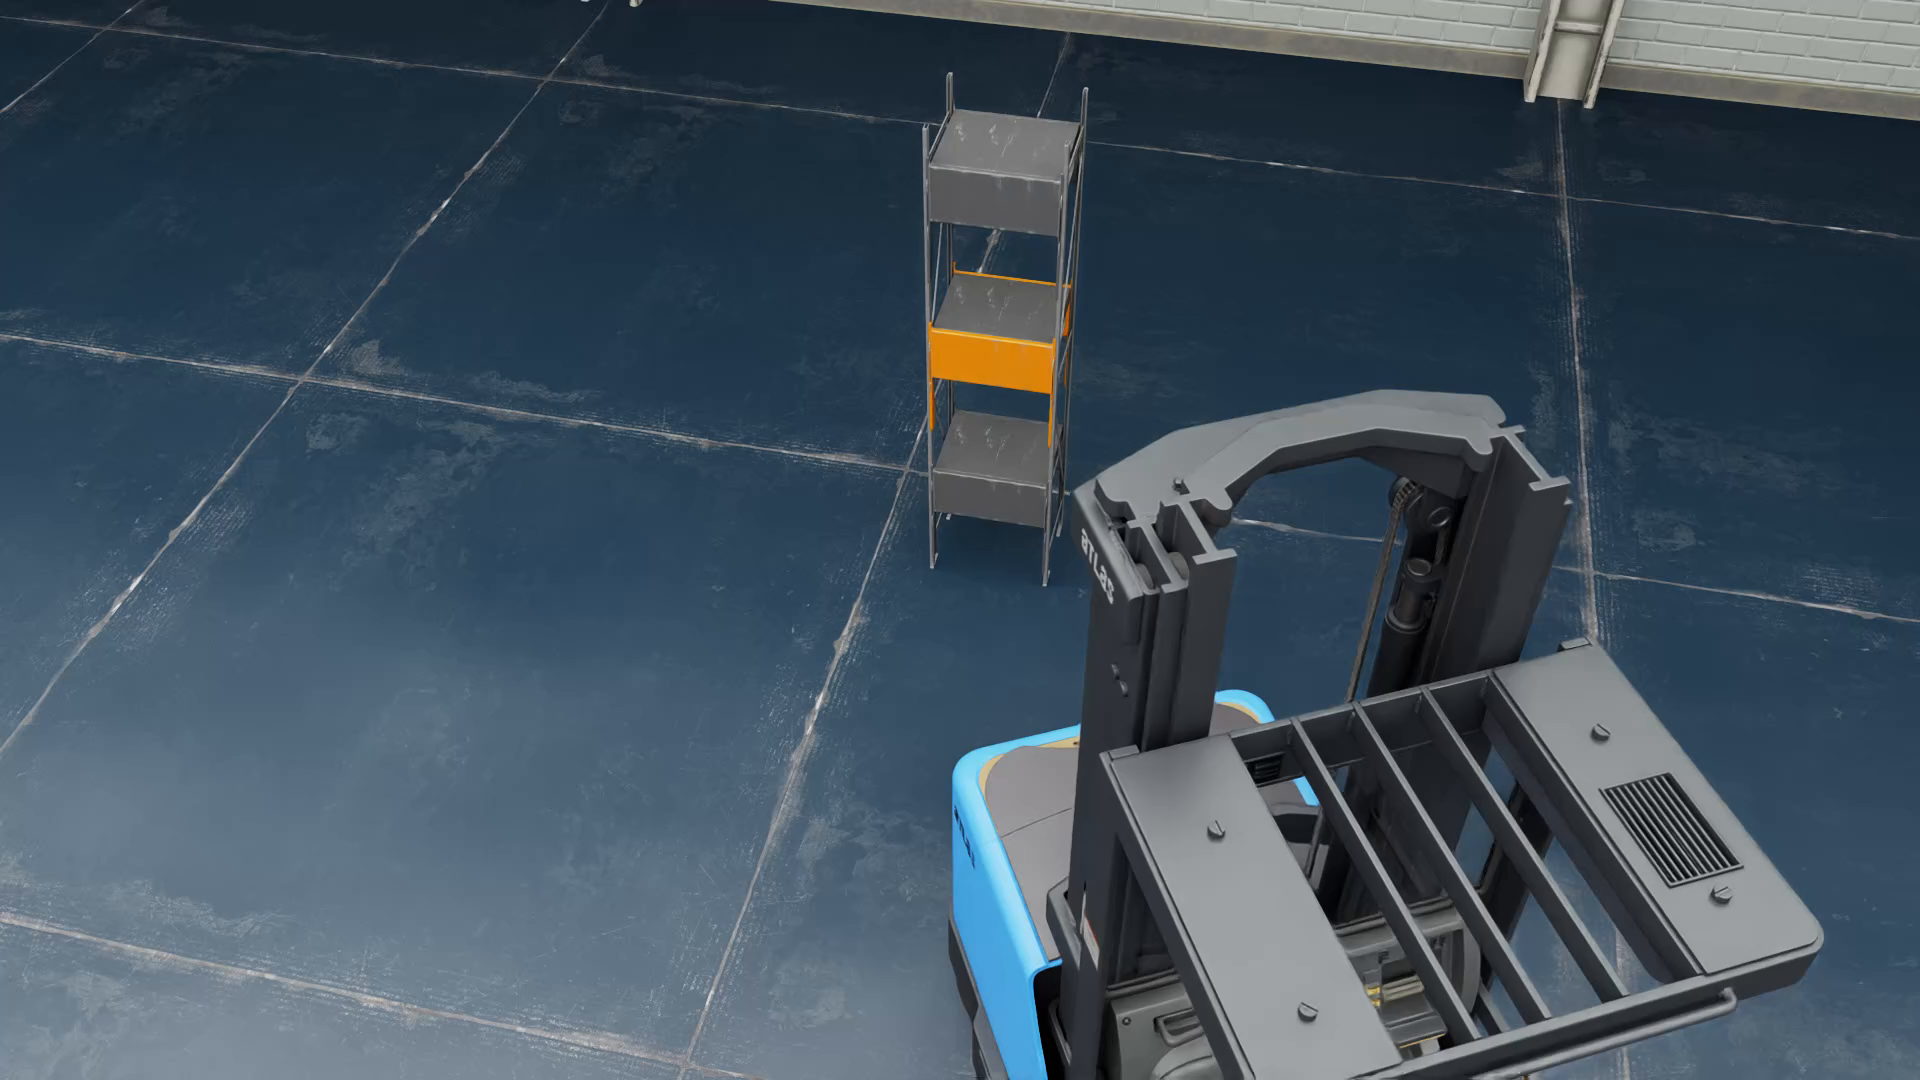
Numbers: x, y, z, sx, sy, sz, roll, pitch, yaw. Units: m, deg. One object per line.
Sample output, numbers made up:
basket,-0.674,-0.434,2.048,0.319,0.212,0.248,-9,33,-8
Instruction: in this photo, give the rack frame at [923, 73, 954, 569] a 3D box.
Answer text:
rack frame,-0.077,-0.768,6.494,0.015,2.100,0.400,9,45,9

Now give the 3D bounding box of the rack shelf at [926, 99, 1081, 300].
rack shelf,0.162,-1.226,5.980,0.480,0.518,0.431,9,45,9

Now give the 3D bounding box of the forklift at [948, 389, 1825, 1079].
forklift,0.873,1.244,3.804,1.130,2.935,3.031,-12,45,-12

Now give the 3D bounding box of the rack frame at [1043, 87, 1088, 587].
rack frame,0.400,-0.694,6.417,0.015,2.100,0.400,9,45,9

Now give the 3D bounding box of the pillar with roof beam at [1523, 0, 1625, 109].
pillar with roof beam,2.659,-3.023,3.862,0.400,9.000,9.100,9,45,9

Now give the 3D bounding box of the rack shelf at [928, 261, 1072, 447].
rack shelf,0.162,-0.722,6.465,0.480,0.518,0.431,9,45,9

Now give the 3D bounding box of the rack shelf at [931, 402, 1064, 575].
rack shelf,0.162,-0.217,6.951,0.480,0.518,0.431,9,45,9

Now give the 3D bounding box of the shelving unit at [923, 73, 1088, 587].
shelving unit,0.162,-0.731,6.456,0.503,2.100,0.431,9,45,9
